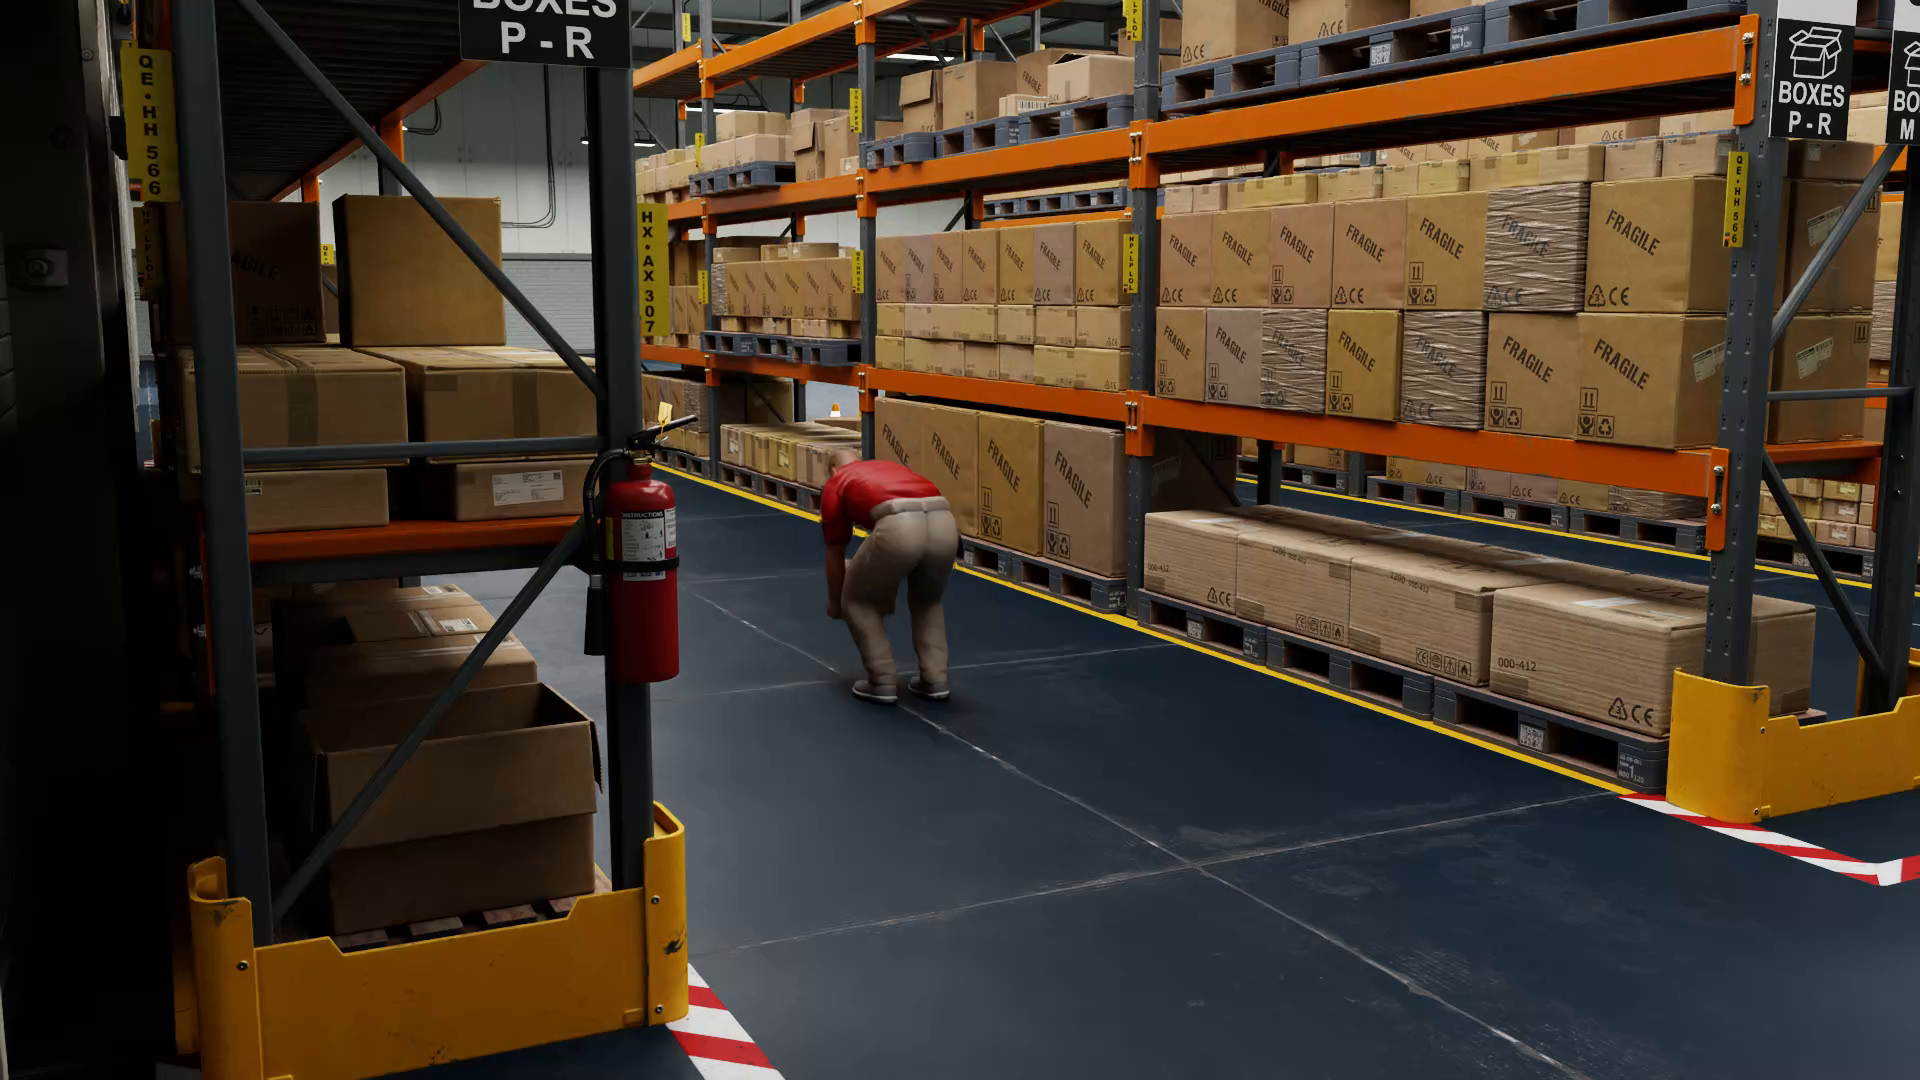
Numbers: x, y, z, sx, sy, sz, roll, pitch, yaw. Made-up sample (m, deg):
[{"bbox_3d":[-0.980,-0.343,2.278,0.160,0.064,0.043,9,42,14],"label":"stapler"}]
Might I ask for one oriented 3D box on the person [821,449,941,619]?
[{"bbox_3d":[-0.403,0.000,7.902,0.473,0.820,0.805,-5,10,-29],"label":"person"}]
